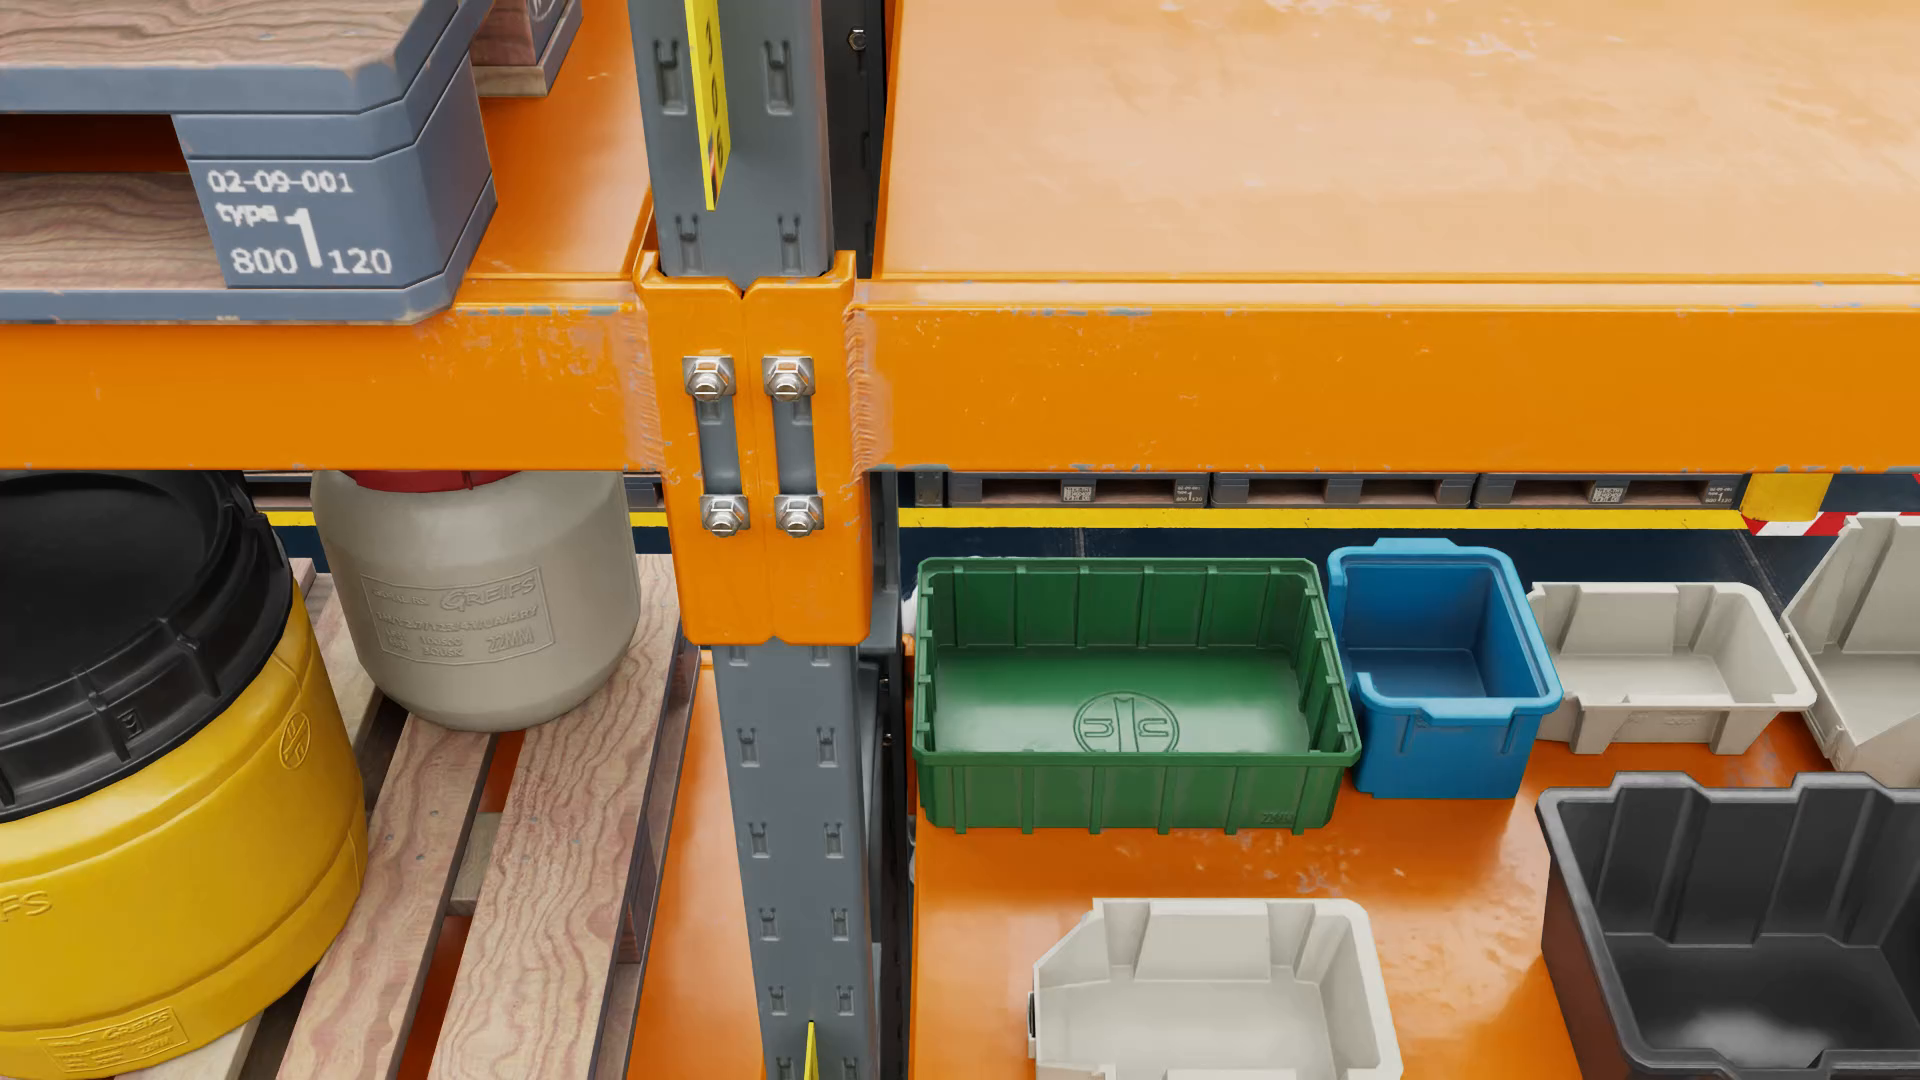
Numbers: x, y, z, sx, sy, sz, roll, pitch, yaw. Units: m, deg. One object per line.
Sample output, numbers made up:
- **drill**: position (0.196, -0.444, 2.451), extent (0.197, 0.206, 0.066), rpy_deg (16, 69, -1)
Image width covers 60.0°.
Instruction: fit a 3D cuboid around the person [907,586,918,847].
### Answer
- **person**: position (0.025, 0.589, 5.662), extent (0.484, 1.345, 0.524), rpy_deg (0, 39, 0)
